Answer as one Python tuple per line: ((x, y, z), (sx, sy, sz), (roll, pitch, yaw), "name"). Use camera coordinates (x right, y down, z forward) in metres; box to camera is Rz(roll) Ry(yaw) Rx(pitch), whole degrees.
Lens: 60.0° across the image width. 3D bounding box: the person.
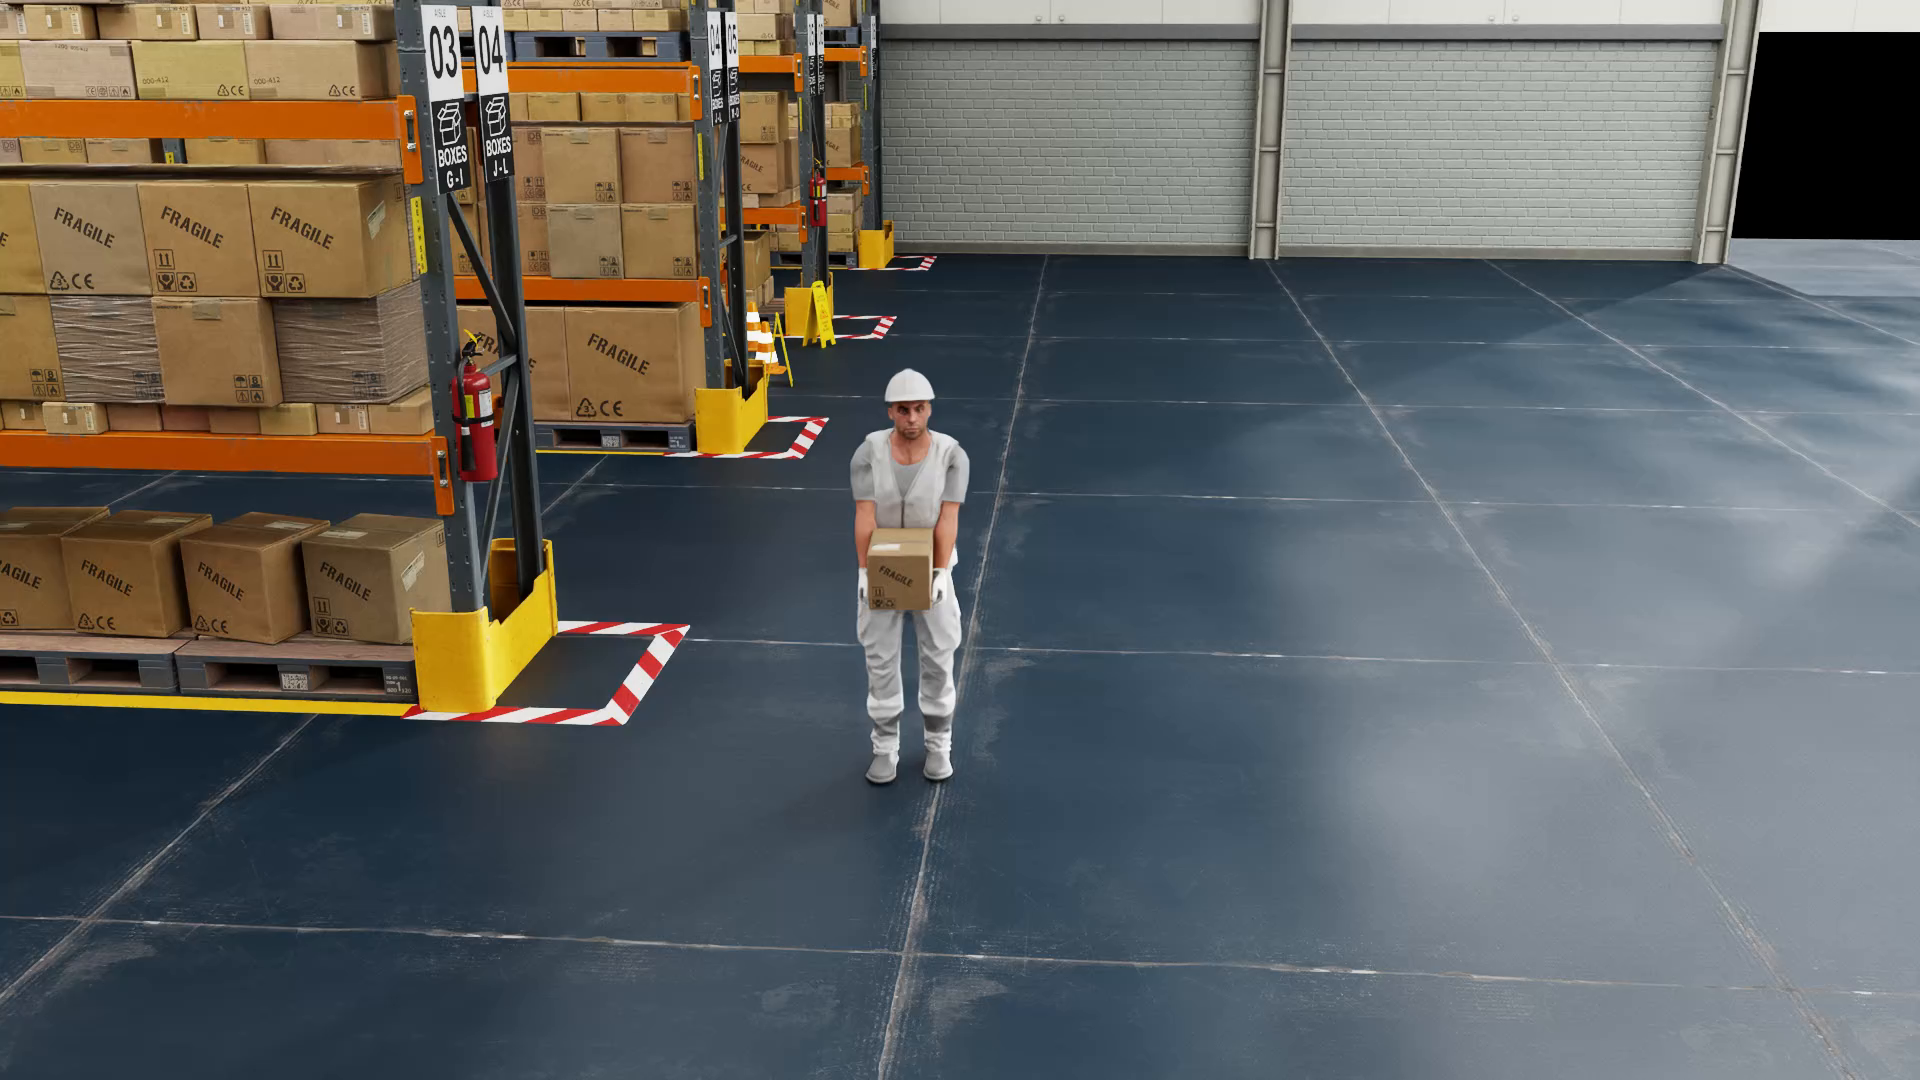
((-0.212, 0.170, 6.970), (0.495, 1.781, 0.563), (1, 17, 3), "person")
